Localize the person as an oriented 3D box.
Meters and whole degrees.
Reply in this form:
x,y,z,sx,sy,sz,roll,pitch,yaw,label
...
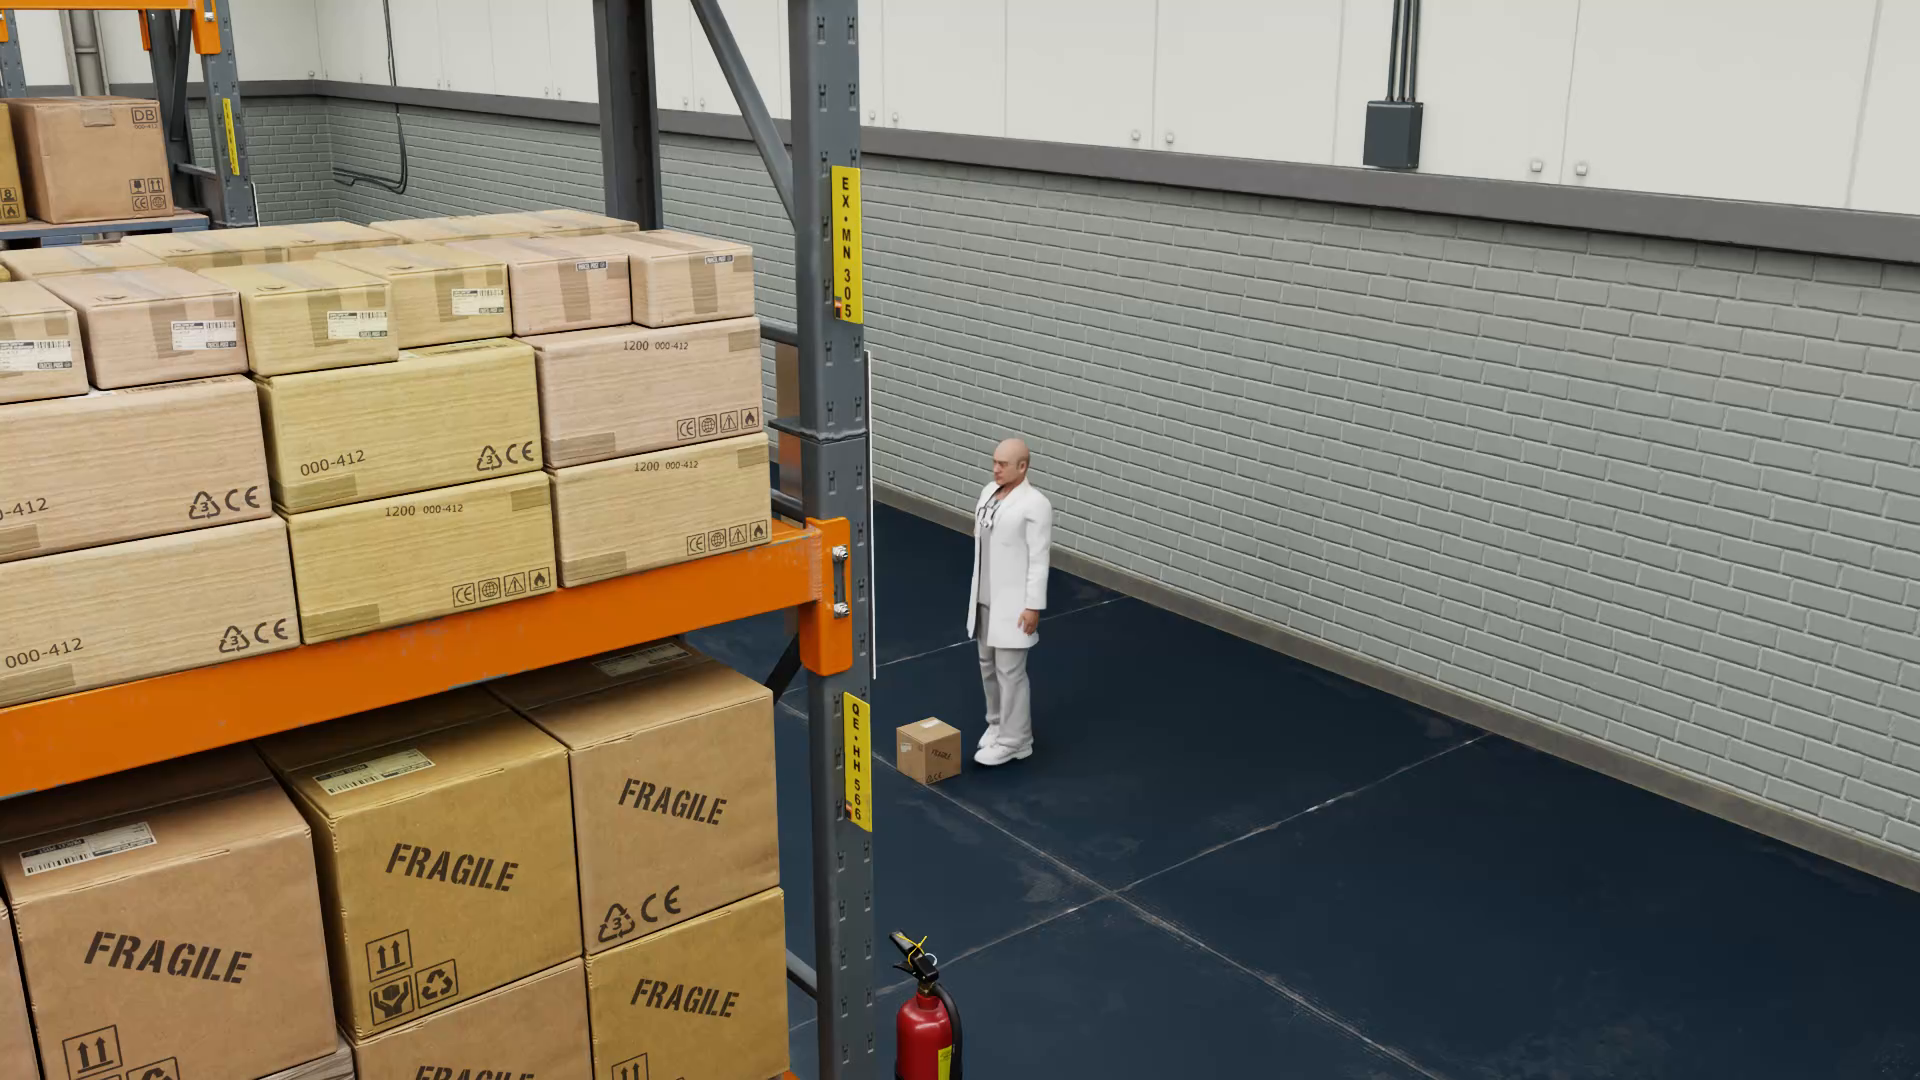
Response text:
x,y,z,sx,sy,sz,roll,pitch,yaw,label
0.232,0.337,9.036,0.517,1.804,0.585,-12,21,-34,person
